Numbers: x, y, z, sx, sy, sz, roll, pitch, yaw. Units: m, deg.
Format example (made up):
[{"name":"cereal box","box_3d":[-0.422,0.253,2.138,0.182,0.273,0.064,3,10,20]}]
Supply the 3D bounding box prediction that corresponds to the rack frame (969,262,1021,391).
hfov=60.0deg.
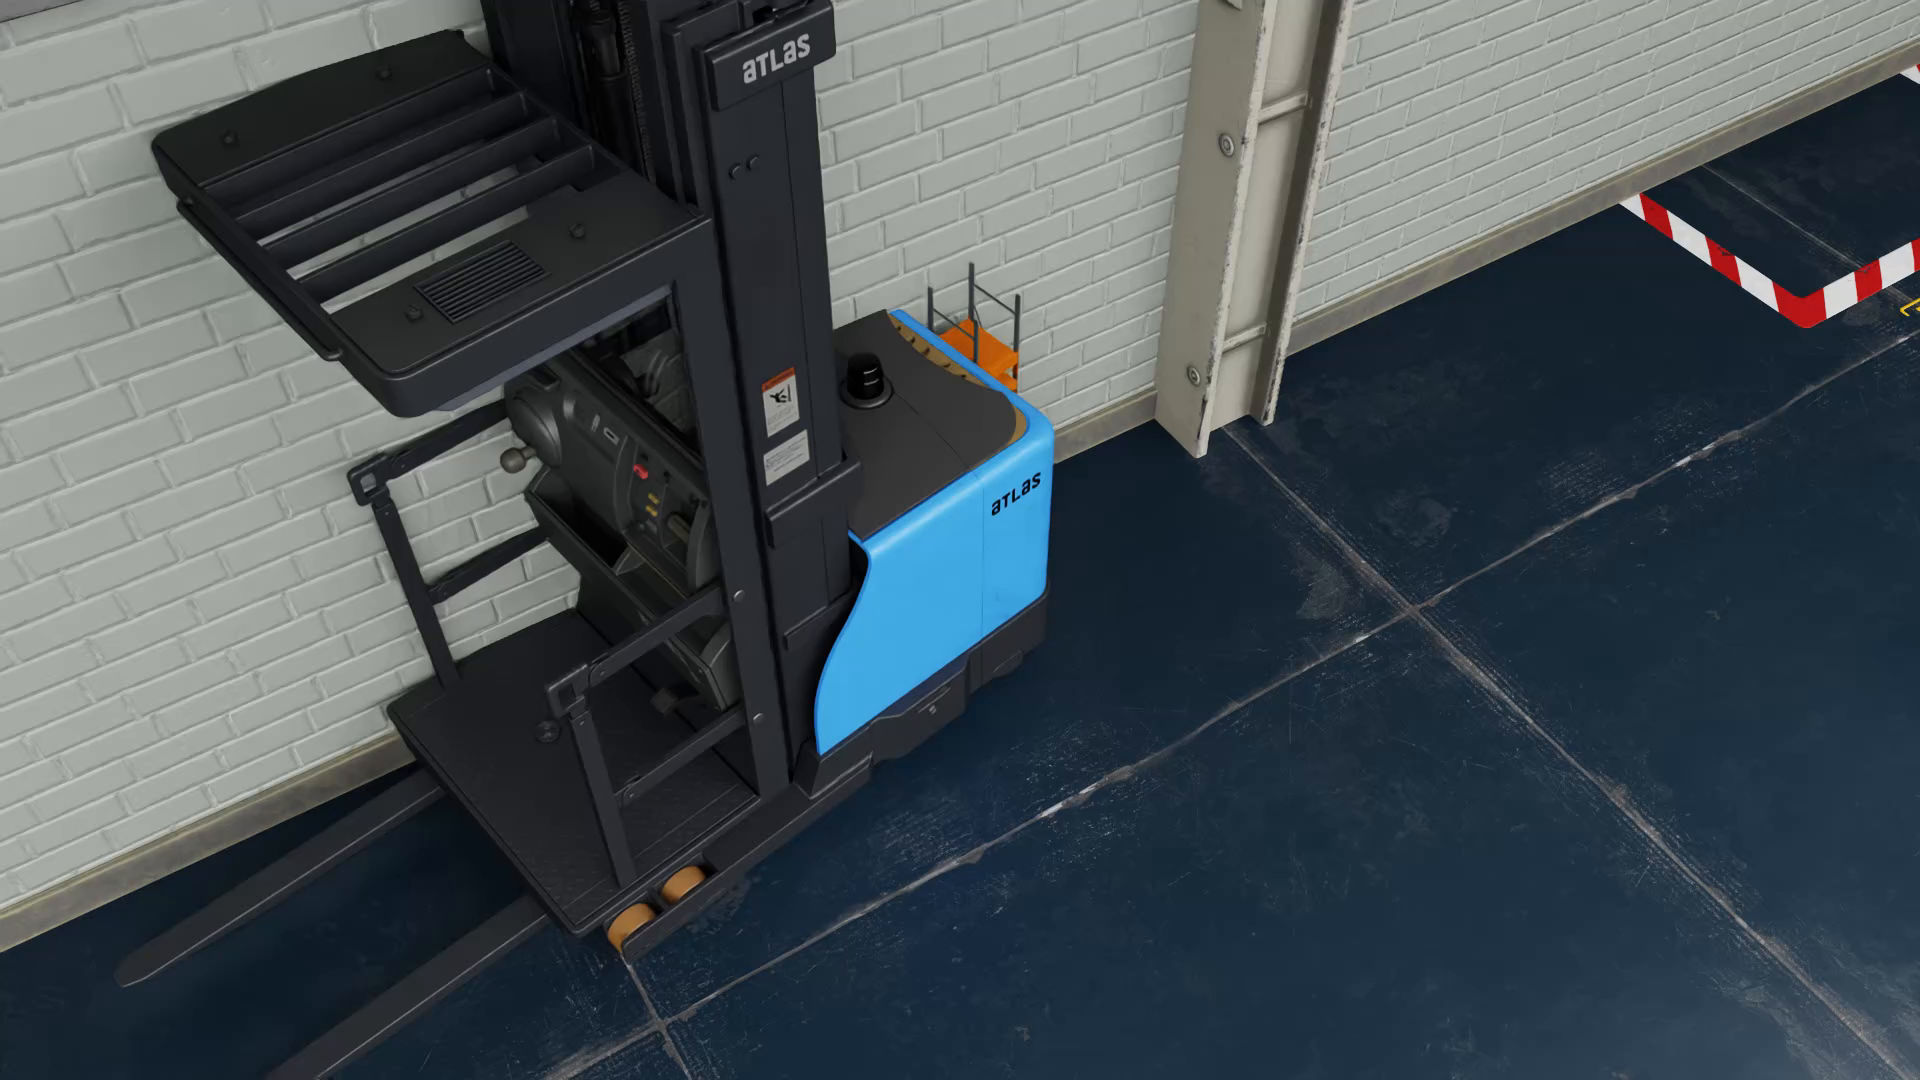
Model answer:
[{"name":"rack frame","box_3d":[0.113,-0.448,5.845,0.006,1.200,0.240,-34,57,-27]}]

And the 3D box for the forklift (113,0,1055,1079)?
[{"name":"forklift","box_3d":[-1.118,-0.143,4.415,3.031,2.935,1.130,-34,57,-27]}]

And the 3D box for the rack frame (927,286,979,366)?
[{"name":"rack frame","box_3d":[-0.022,-0.356,5.763,0.006,1.200,0.240,-34,57,-27]}]

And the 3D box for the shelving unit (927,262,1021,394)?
[{"name":"shelving unit","box_3d":[0.045,-0.402,5.804,0.189,1.200,0.258,-34,57,-27]}]

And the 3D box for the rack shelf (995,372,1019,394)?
[{"name":"rack shelf","box_3d":[0.045,-0.532,5.658,0.180,0.103,0.258,-34,57,-27]}]

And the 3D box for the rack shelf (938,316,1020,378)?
[{"name":"rack shelf","box_3d":[0.045,-0.612,5.569,0.180,0.103,0.258,-34,57,-27]}]

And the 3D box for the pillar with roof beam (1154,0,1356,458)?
[{"name":"pillar with roof beam","box_3d":[3.310,-0.770,0.910,0.400,9.000,9.100,-25,53,-21]}]
